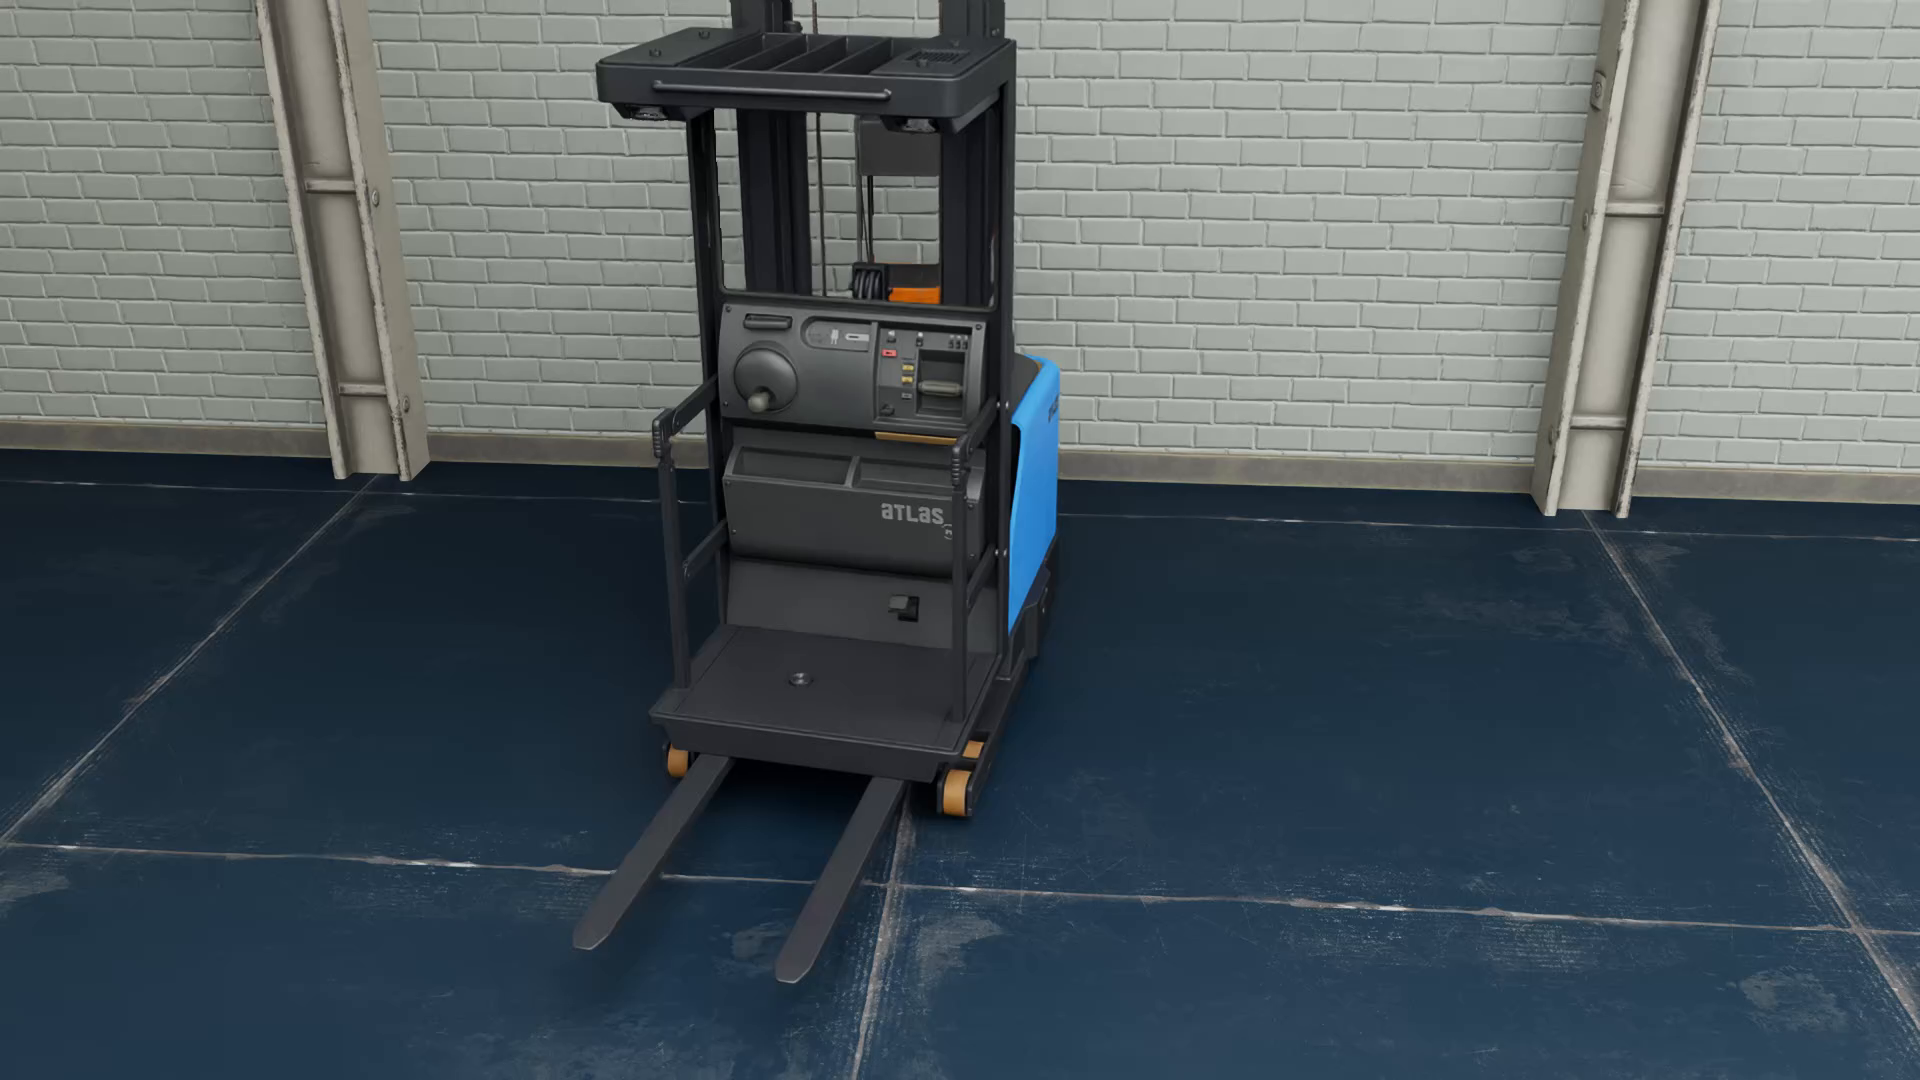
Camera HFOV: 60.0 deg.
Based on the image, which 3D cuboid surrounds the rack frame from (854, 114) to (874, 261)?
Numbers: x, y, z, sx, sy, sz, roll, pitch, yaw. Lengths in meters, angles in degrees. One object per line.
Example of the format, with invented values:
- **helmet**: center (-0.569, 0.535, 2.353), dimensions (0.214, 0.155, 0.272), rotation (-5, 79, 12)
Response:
- **rack frame**: center (-0.408, -0.967, 7.340), dimensions (0.015, 2.100, 0.400), rotation (2, 25, 4)

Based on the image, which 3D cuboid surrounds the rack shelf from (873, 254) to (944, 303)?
- **rack shelf**: center (-0.165, -0.947, 7.328), dimensions (0.480, 0.518, 0.431), rotation (2, 25, 4)

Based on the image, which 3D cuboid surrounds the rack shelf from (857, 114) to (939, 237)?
- **rack shelf**: center (-0.165, -1.583, 7.036), dimensions (0.480, 0.518, 0.431), rotation (2, 25, 4)

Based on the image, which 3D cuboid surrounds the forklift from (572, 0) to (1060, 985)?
- **forklift**: center (-0.421, -0.558, 5.457), dimensions (1.130, 2.935, 3.031), rotation (6, 25, 12)

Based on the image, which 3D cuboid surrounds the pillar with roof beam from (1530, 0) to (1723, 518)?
- **pillar with roof beam**: center (2.691, -2.470, 2.352), dimensions (0.400, 9.000, 9.100), rotation (2, 25, 4)

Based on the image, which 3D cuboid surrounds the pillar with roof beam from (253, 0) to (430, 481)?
- **pillar with roof beam**: center (-3.291, -2.662, 2.769), dimensions (0.400, 9.000, 9.100), rotation (2, 25, 4)

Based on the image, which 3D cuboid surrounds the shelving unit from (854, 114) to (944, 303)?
- **shelving unit**: center (-0.165, -0.959, 7.323), dimensions (0.503, 2.100, 0.431), rotation (2, 25, 4)
